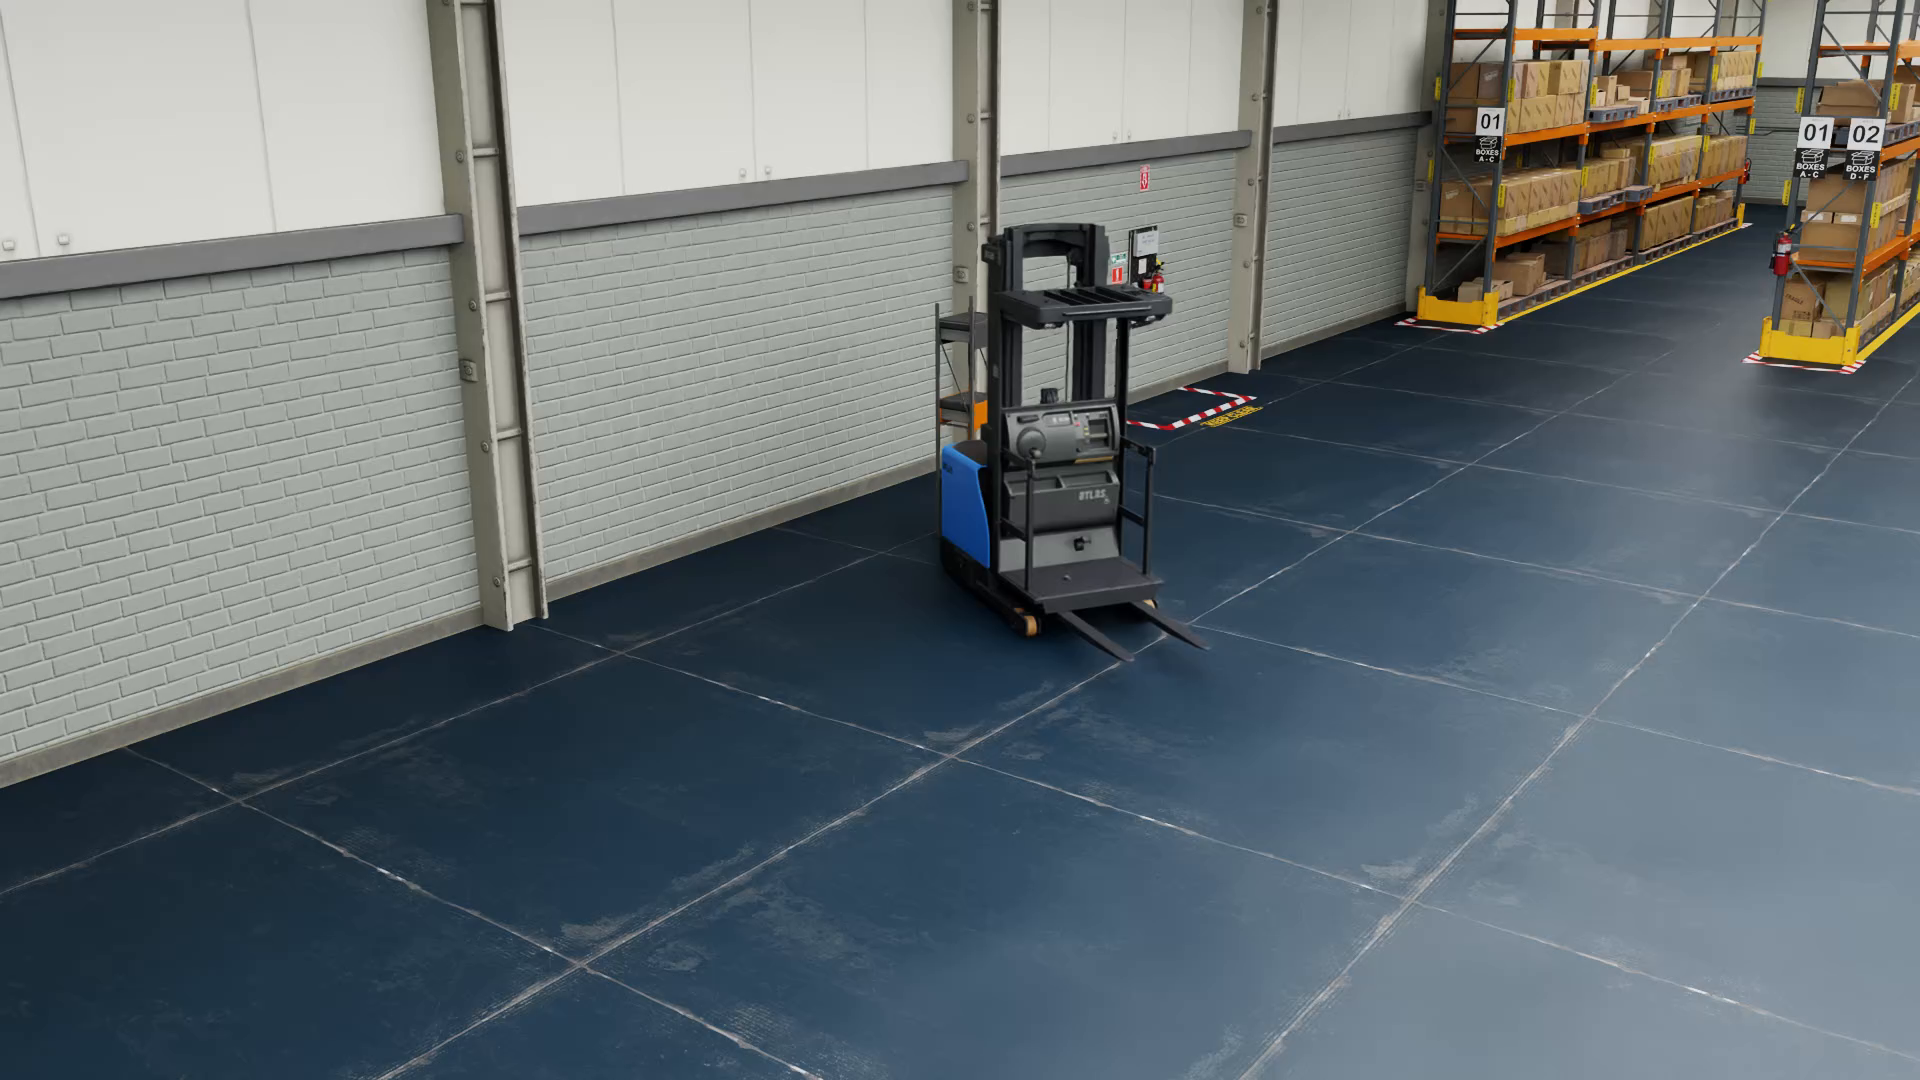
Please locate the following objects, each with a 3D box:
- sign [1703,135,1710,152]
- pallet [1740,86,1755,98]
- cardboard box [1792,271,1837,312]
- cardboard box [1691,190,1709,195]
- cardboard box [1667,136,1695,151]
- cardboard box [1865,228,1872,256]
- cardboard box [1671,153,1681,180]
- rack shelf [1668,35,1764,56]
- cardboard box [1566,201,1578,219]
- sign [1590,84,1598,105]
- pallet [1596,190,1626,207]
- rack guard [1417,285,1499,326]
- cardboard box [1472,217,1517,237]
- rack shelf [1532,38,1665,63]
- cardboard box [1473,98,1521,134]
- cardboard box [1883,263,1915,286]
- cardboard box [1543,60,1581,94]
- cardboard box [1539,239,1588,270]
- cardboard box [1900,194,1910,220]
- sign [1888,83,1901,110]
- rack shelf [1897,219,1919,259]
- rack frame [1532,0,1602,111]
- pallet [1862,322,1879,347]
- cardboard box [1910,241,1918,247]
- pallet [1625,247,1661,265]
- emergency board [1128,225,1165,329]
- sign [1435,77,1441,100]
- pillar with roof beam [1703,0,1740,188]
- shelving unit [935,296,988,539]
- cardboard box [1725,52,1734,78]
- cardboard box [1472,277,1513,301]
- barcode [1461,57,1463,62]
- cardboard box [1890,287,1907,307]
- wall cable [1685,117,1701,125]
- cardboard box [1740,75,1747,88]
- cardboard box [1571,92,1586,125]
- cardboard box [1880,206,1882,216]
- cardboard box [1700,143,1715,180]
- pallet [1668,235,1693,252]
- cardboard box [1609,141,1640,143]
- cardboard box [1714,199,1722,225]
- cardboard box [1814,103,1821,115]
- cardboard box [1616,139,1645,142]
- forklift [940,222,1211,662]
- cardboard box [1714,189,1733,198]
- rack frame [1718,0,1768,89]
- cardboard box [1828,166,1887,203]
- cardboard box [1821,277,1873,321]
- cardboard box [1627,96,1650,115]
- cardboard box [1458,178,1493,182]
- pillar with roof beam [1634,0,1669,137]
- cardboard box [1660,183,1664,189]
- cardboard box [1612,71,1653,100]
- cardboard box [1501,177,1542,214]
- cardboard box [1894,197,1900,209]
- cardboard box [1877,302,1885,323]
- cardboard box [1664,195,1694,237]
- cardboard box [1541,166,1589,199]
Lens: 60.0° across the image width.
[{"bbox_3d":[15.182,-8.066,33.840,0.100,0.325,0.005,12,21,35],"label":"sign"},{"bbox_3d":[16.691,-9.808,36.362,1.003,0.211,1.213,12,21,35],"label":"pallet"},{"bbox_3d":[12.236,-3.578,23.872,0.500,0.500,0.500,12,21,35],"label":"cardboard box"},{"bbox_3d":[16.251,-7.614,36.616,0.380,0.149,0.250,13,21,35],"label":"cardboard box"},{"bbox_3d":[14.356,-7.925,33.237,0.500,0.250,0.500,13,21,36],"label":"cardboard box"},{"bbox_3d":[12.169,-4.194,23.023,0.700,0.500,0.500,13,22,36],"label":"cardboard box"},{"bbox_3d":[13.773,-7.328,32.578,0.500,0.500,0.500,13,22,36],"label":"cardboard box"},{"bbox_3d":[15.933,-10.451,35.111,1.077,0.370,4.000,12,21,35],"label":"rack shelf"},{"bbox_3d":[9.935,-5.510,27.649,0.500,0.250,0.500,12,21,35],"label":"cardboard box"},{"bbox_3d":[10.415,-7.324,27.341,0.100,0.325,0.005,12,21,35],"label":"sign"},{"bbox_3d":[11.211,-6.121,29.720,1.003,0.211,1.213,12,21,35],"label":"pallet"},{"bbox_3d":[7.636,-3.610,25.526,1.175,0.500,0.348,12,21,35],"label":"rack guard"},{"bbox_3d":[8.137,-4.784,25.310,0.500,0.250,0.500,12,21,33],"label":"cardboard box"},{"bbox_3d":[11.166,-8.545,28.975,1.077,0.370,4.000,12,21,35],"label":"rack shelf"},{"bbox_3d":[7.991,-6.311,24.749,0.500,0.500,0.500,13,22,36],"label":"cardboard box"},{"bbox_3d":[14.704,-4.192,26.168,0.500,0.311,0.500,12,21,34],"label":"cardboard box"},{"bbox_3d":[9.574,-7.406,26.587,0.500,0.500,0.500,14,22,38],"label":"cardboard box"},{"bbox_3d":[10.667,-5.065,29.470,0.700,0.500,0.500,12,21,34],"label":"cardboard box"},{"bbox_3d":[14.739,-5.217,26.318,0.500,0.500,0.500,14,22,39],"label":"cardboard box"},{"bbox_3d":[12.014,-5.700,21.375,0.100,0.325,0.005,12,21,35],"label":"sign"},{"bbox_3d":[15.146,-4.997,26.990,1.077,0.370,4.000,12,21,35],"label":"rack shelf"},{"bbox_3d":[9.974,-8.604,27.275,1.000,3.000,0.127,12,21,35],"label":"rack frame"},{"bbox_3d":[12.721,-3.059,24.237,1.003,0.211,1.213,12,21,35],"label":"pallet"},{"bbox_3d":[16.707,-5.097,29.574,0.500,0.500,0.500,13,22,37],"label":"cardboard box"},{"bbox_3d":[12.888,-5.534,32.208,1.003,0.211,1.213,12,21,35],"label":"pallet"},{"bbox_3d":[2.235,-3.095,19.651,0.194,1.169,0.643,12,21,35],"label":"emergency board"},{"bbox_3d":[7.157,-6.744,24.852,0.100,0.325,0.005,12,21,35],"label":"sign"},{"bbox_3d":[21.496,-11.497,36.593,9.100,9.000,0.400,12,21,35],"label":"pillar with roof beam"},{"bbox_3d":[0.099,-1.042,14.559,0.431,2.100,0.503,12,21,35],"label":"shelving unit"},{"bbox_3d":[15.692,-9.855,34.475,0.500,0.500,0.500,12,21,34],"label":"cardboard box"},{"bbox_3d":[8.415,-3.997,26.347,0.500,0.311,0.500,15,22,39],"label":"cardboard box"},{"bbox_3d":[7.612,-7.288,25.229,0.001,0.075,0.075,12,21,35],"label":"barcode"},{"bbox_3d":[14.394,-3.804,25.863,0.500,0.250,0.500,12,21,33],"label":"cardboard box"},{"bbox_3d":[17.127,-9.554,38.739,0.084,1.984,1.851,12,21,35],"label":"wall cable"},{"bbox_3d":[16.592,-9.860,35.757,0.500,0.250,0.500,11,21,33],"label":"cardboard box"},{"bbox_3d":[9.870,-7.064,27.173,0.500,0.500,0.500,13,22,36],"label":"cardboard box"},{"bbox_3d":[12.592,-4.570,23.141,0.380,0.149,0.250,12,21,33],"label":"cardboard box"},{"bbox_3d":[15.077,-7.914,34.663,0.980,0.700,0.700,13,21,36],"label":"cardboard box"},{"bbox_3d":[14.342,-6.115,34.080,1.003,0.211,1.213,12,21,35],"label":"pallet"},{"bbox_3d":[12.731,-7.525,31.951,0.500,0.250,0.500,12,21,33],"label":"cardboard box"},{"bbox_3d":[16.190,-7.180,36.314,0.700,0.500,0.500,12,21,33],"label":"cardboard box"},{"bbox_3d":[12.046,-5.861,22.809,0.500,0.250,0.500,12,21,35],"label":"cardboard box"},{"bbox_3d":[13.039,-7.647,32.342,0.500,0.250,0.500,12,21,33],"label":"cardboard box"},{"bbox_3d":[0.863,-0.814,12.423,1.130,2.935,3.031,-7,19,-21],"label":"forklift"},{"bbox_3d":[16.857,-7.666,36.785,0.380,0.149,0.250,12,21,34],"label":"cardboard box"},{"bbox_3d":[17.124,-11.462,36.479,1.000,3.000,0.127,12,21,35],"label":"rack frame"},{"bbox_3d":[12.500,-4.947,23.259,0.700,0.500,0.500,13,21,35],"label":"cardboard box"},{"bbox_3d":[12.366,-3.365,23.185,0.500,0.500,0.500,12,21,35],"label":"cardboard box"},{"bbox_3d":[12.145,-7.872,30.093,0.500,0.311,0.500,12,21,35],"label":"cardboard box"},{"bbox_3d":[8.009,-5.350,25.868,0.500,0.500,0.500,13,21,35],"label":"cardboard box"},{"bbox_3d":[17.921,-10.068,31.991,9.100,9.000,0.400,12,21,35],"label":"pillar with roof beam"},{"bbox_3d":[13.484,-6.930,32.391,0.380,0.149,0.250,13,21,36],"label":"cardboard box"},{"bbox_3d":[12.595,-8.505,31.106,0.700,0.500,0.500,11,20,30],"label":"cardboard box"},{"bbox_3d":[8.732,-5.380,25.967,0.500,0.500,0.500,12,21,33],"label":"cardboard box"},{"bbox_3d":[13.506,-4.935,24.315,0.380,0.149,0.250,12,21,35],"label":"cardboard box"},{"bbox_3d":[13.262,-3.363,24.445,0.500,0.250,0.500,12,21,35],"label":"cardboard box"},{"bbox_3d":[14.458,-6.640,33.985,0.750,0.750,0.750,13,21,35],"label":"cardboard box"},{"bbox_3d":[10.305,-6.112,28.456,0.700,0.500,0.500,12,21,35],"label":"cardboard box"}]
